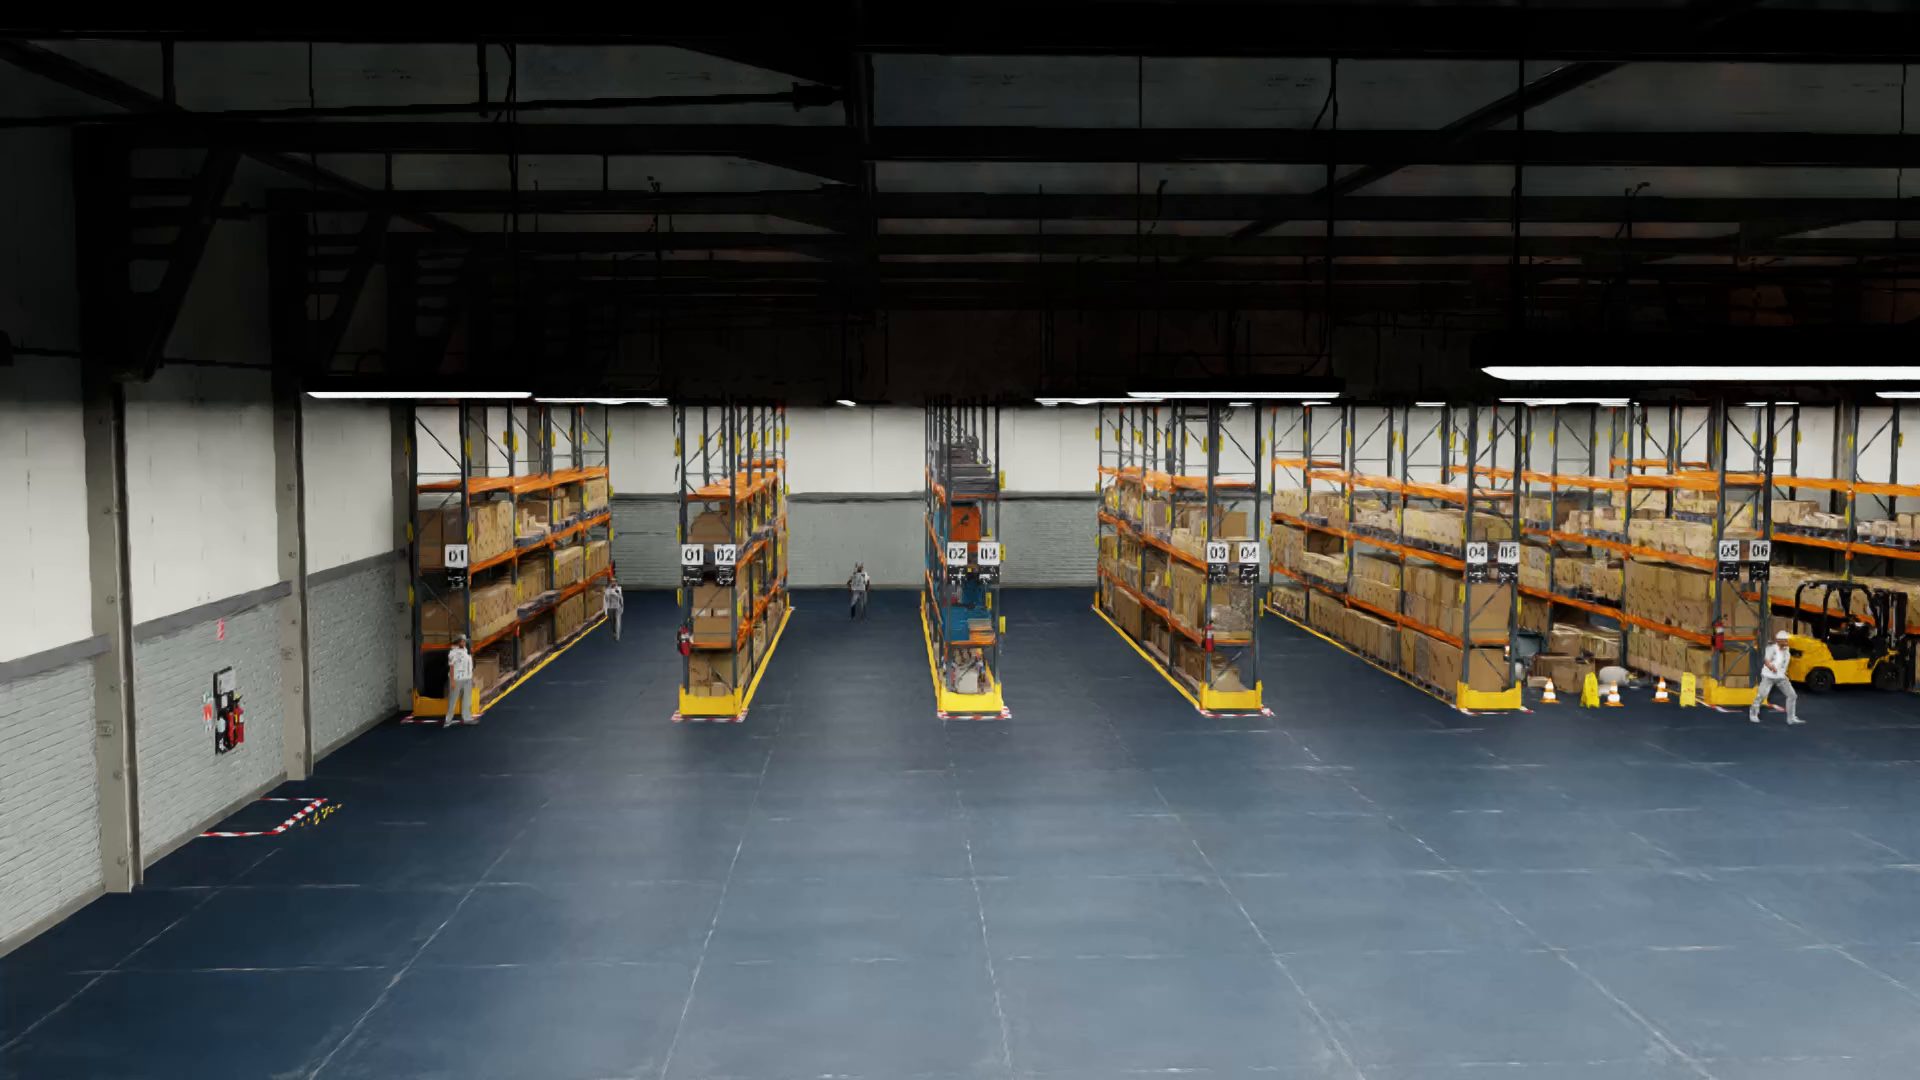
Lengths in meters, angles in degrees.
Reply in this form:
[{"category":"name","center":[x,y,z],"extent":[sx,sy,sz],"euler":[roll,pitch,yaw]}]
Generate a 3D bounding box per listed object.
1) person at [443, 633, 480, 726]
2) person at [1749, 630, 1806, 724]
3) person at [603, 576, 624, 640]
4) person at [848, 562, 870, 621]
[{"category":"person","center":[-9.074,2.524,30.080],"extent":[0.436,1.670,0.645],"euler":[2,5,24]},{"category":"person","center":[14.790,2.473,30.161],"extent":[0.684,1.717,0.810],"euler":[-2,5,-21]},{"category":"person","center":[-8.565,1.659,41.077],"extent":[0.498,1.585,1.075],"euler":[0,5,-5]},{"category":"person","center":[-2.726,1.375,44.878],"extent":[0.592,1.625,0.532],"euler":[0,5,-5]}]
